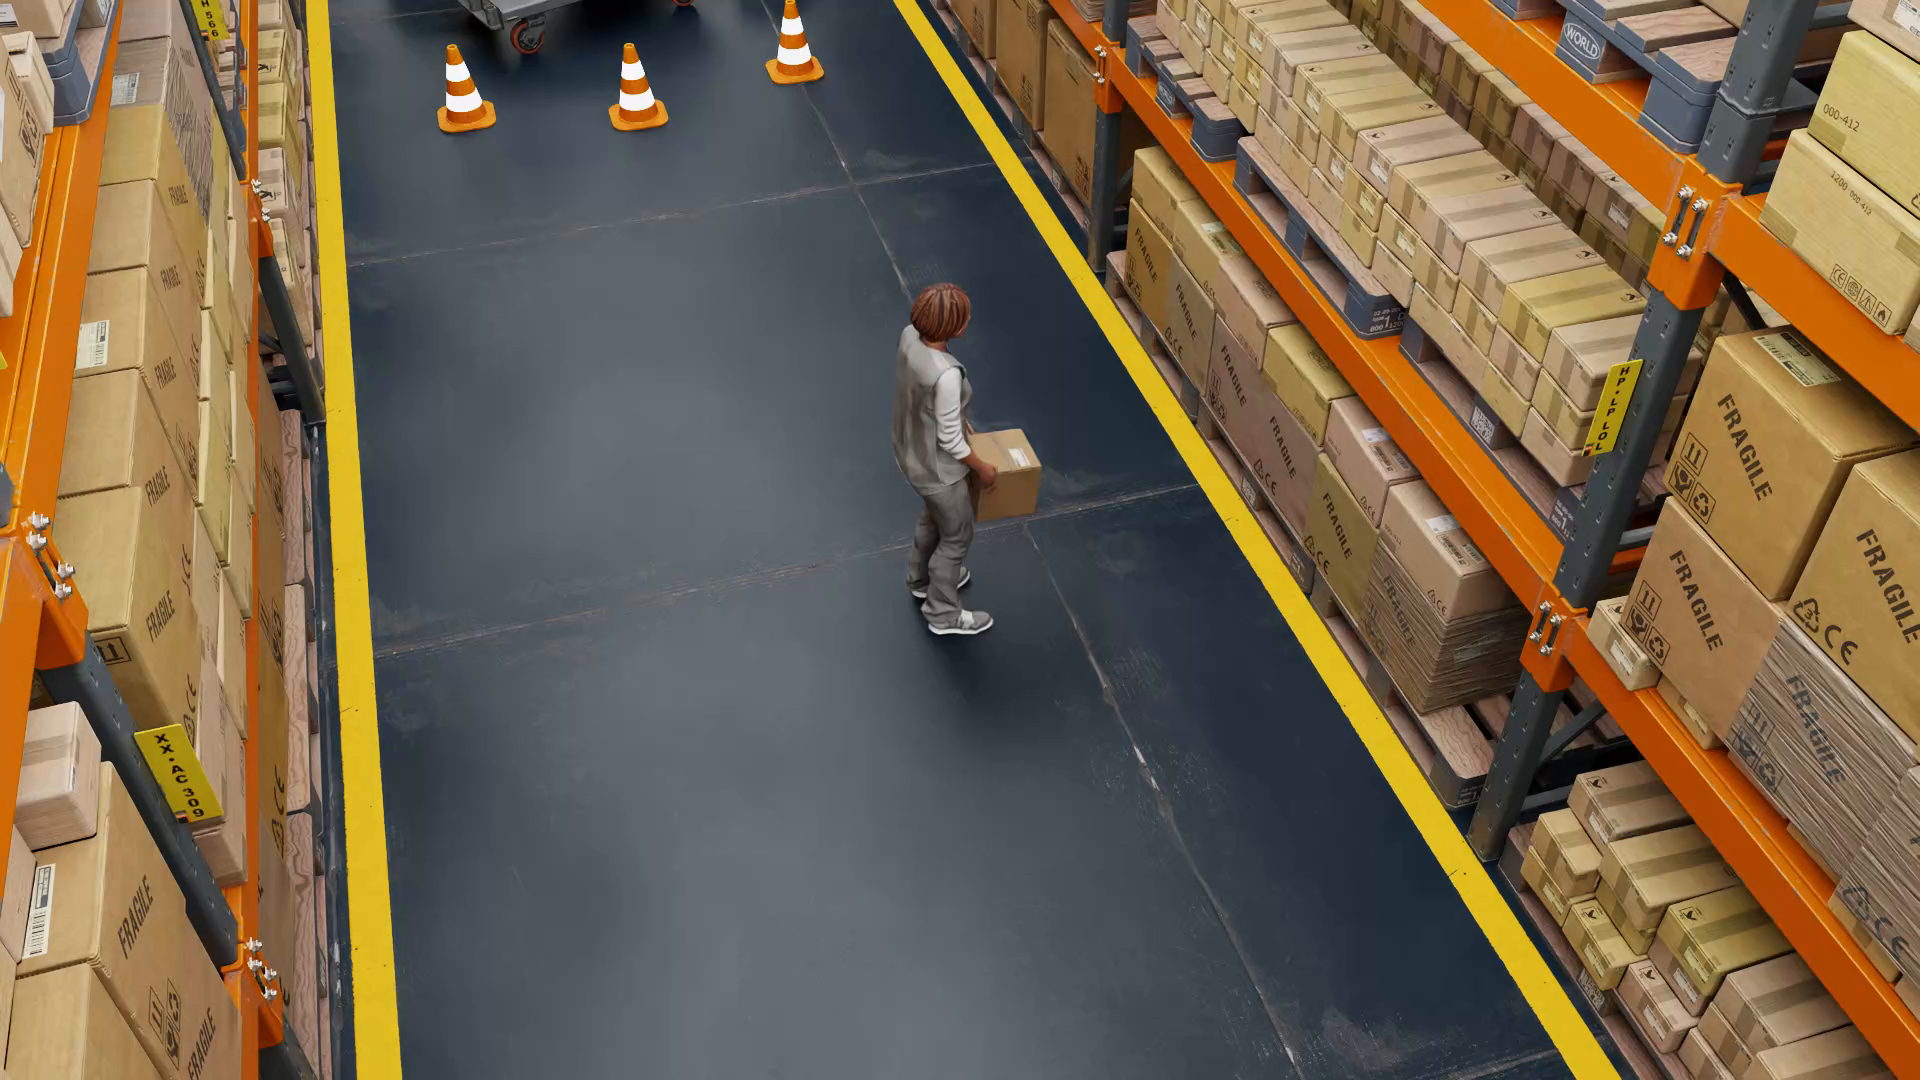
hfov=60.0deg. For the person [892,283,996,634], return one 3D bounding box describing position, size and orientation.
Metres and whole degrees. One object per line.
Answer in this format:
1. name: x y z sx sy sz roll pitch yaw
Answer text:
1. person: -0.068 -0.317 6.505 0.359 1.601 0.446 -13 44 -14
